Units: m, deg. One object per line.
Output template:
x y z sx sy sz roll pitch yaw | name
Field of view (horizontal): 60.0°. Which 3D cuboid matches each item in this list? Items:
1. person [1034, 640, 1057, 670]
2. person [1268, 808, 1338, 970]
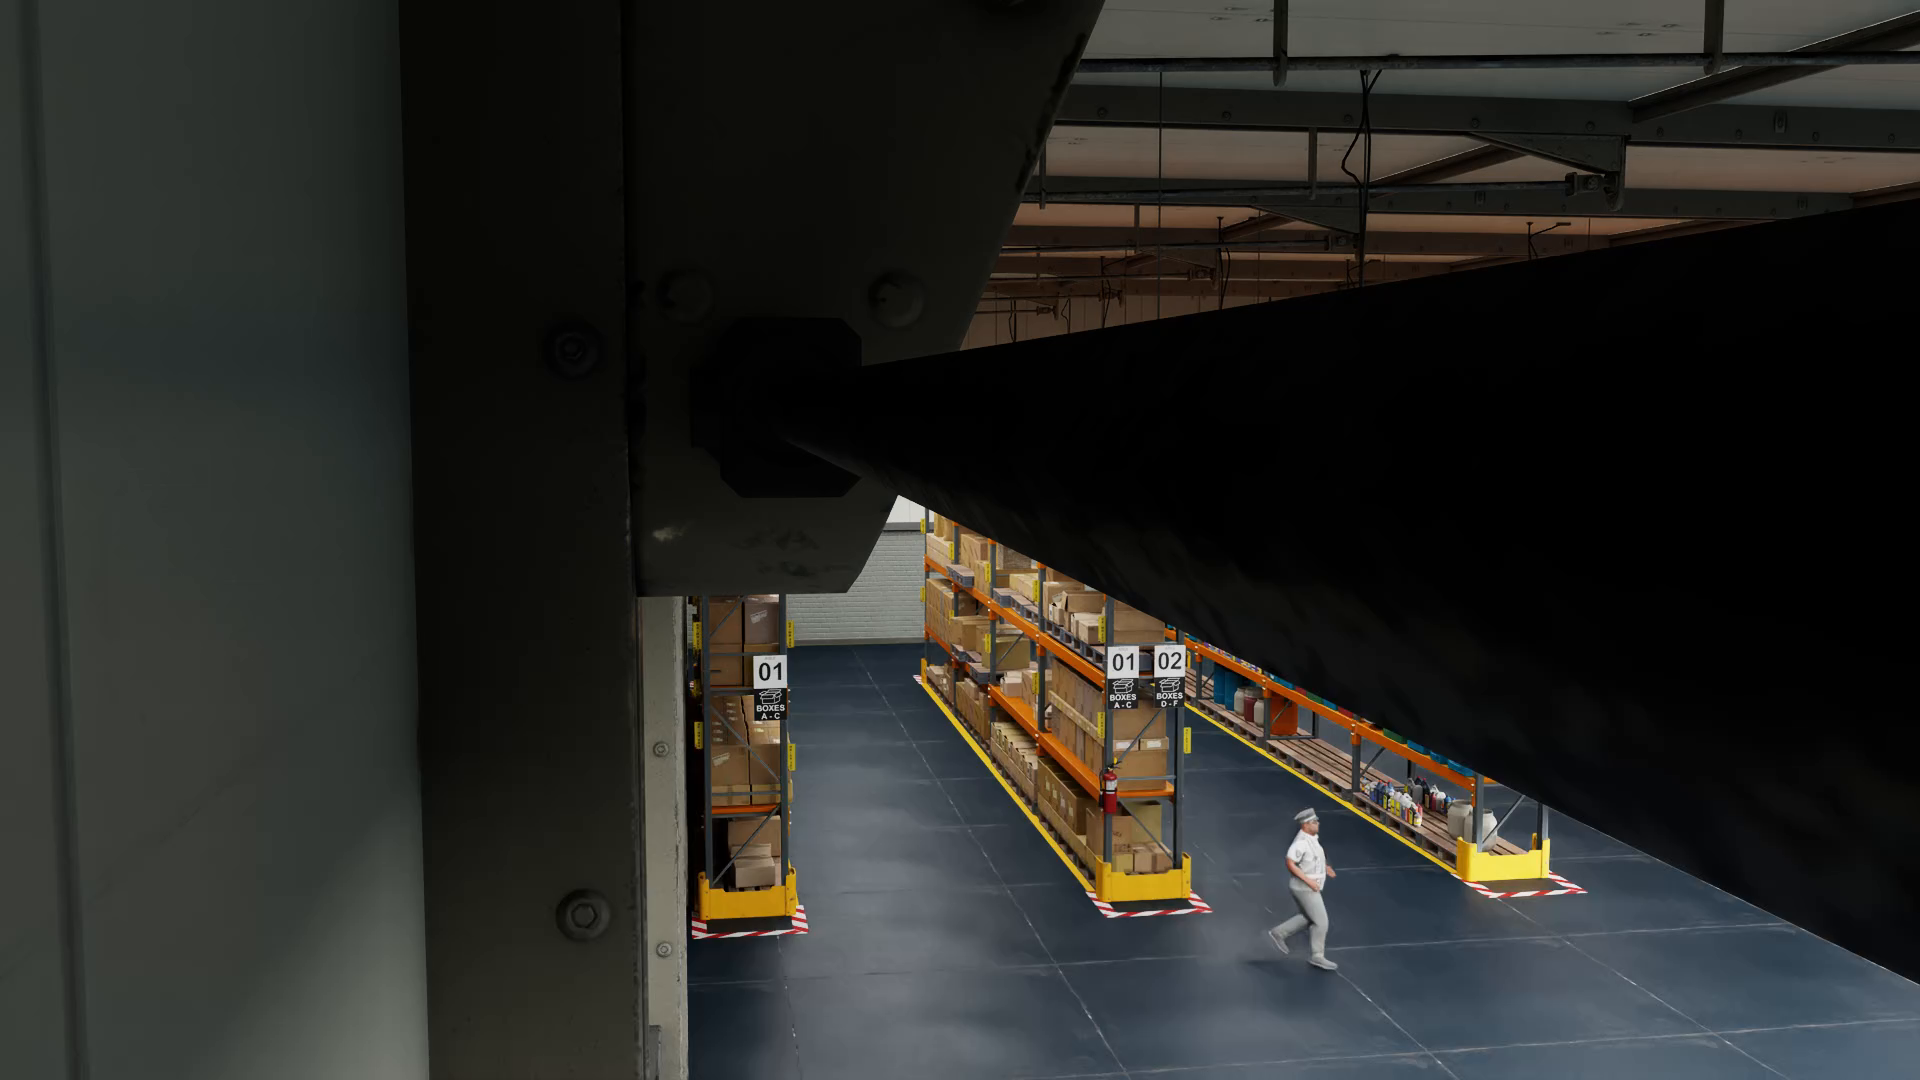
1.771 2.132 35.784 0.672 1.689 0.515 -1 5 -13 | person
3.800 3.836 18.403 0.781 1.775 0.670 2 5 17 | person
